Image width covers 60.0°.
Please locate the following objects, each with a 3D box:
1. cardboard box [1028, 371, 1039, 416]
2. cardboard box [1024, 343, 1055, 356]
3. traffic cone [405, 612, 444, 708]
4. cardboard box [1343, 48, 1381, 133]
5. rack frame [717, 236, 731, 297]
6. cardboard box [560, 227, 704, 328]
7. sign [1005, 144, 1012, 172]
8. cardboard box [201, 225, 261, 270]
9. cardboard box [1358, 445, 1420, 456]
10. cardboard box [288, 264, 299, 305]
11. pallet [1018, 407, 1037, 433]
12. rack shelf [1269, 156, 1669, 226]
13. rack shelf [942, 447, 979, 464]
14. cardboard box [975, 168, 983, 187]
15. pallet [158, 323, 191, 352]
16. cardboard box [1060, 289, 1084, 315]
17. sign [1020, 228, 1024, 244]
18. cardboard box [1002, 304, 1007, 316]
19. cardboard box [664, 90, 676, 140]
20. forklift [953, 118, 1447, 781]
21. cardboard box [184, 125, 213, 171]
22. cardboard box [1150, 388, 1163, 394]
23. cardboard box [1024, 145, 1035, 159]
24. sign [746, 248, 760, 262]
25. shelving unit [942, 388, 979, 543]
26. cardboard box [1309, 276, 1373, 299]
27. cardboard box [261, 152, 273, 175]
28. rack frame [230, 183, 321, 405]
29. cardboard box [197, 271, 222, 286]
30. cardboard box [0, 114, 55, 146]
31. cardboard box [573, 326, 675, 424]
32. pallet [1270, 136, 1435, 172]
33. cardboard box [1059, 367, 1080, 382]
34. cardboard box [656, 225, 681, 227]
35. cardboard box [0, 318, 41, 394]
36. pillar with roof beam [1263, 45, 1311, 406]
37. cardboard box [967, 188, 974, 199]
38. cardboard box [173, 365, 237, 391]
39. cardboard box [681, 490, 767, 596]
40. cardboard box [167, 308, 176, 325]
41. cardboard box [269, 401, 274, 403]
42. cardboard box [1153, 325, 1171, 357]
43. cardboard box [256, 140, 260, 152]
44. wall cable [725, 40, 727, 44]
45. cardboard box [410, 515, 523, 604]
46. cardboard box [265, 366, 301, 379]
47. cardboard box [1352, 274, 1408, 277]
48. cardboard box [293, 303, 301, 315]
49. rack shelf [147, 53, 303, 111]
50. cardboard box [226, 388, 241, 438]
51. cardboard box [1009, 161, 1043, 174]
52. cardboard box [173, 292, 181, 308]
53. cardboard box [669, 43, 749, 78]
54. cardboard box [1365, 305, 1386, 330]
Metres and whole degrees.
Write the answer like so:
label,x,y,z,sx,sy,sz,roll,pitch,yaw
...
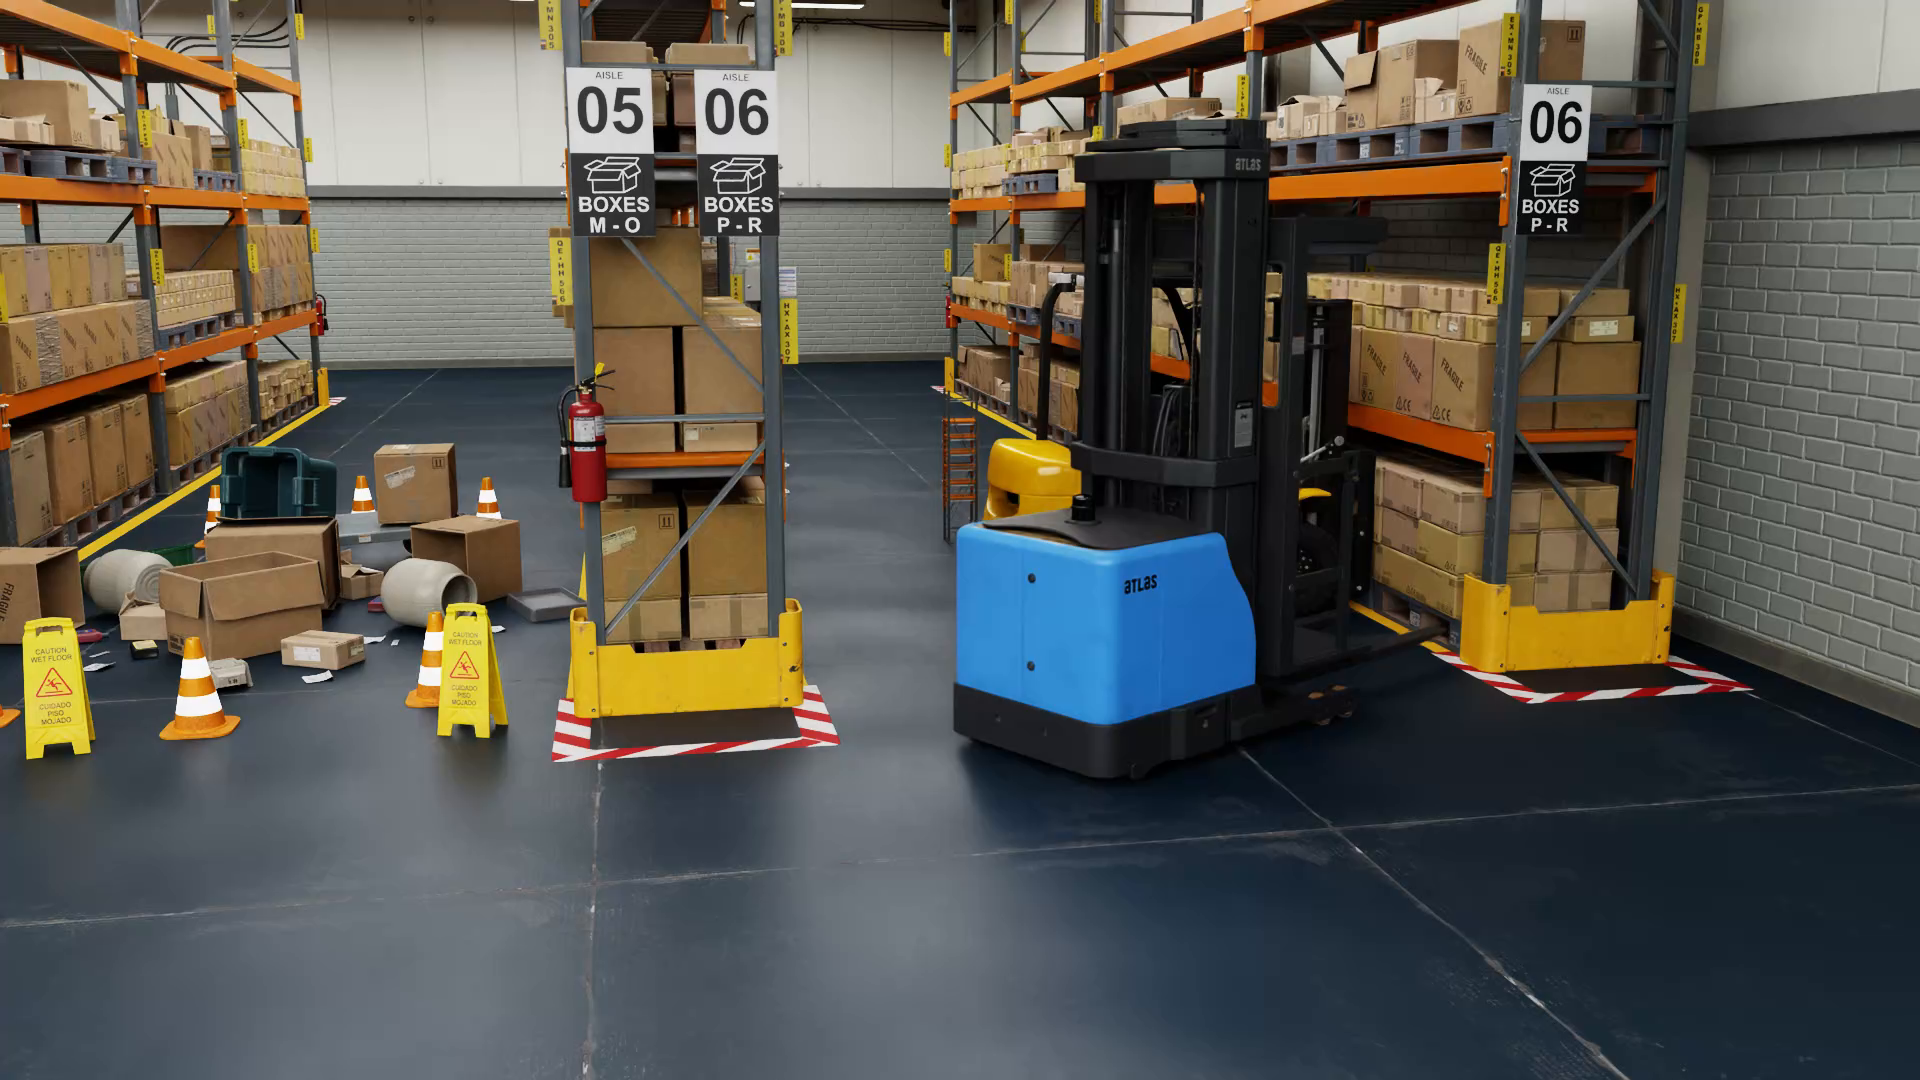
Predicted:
label,x,y,z,sx,sy,sz,roll,pitch,yaw
cardboard box,1.120,-1.772,20.044,0.500,0.500,0.500,-2,11,-12
cardboard box,1.002,-2.357,20.591,0.380,0.149,0.250,-2,11,-12
traffic cone,-2.750,0.609,8.760,0.336,0.463,0.334,-2,11,-11
cardboard box,2.965,-2.939,10.925,0.797,0.503,0.637,-2,11,-9
rack frame,-2.179,-1.339,12.209,1.000,3.000,0.127,-2,11,-11
cardboard box,-1.714,-1.378,8.675,0.700,0.500,0.500,-2,11,-12
sign,0.603,-4.694,20.430,0.100,0.325,0.005,-2,11,-11
cardboard box,-8.419,-3.386,19.226,0.500,0.500,0.500,-2,11,-10
cardboard box,2.768,-0.485,11.280,0.500,0.250,0.500,-2,11,-12
cardboard box,-8.806,-3.276,21.325,0.500,0.500,0.500,-2,11,-11
pallet,1.329,-1.470,20.354,1.003,0.211,1.213,-2,11,-11
rack shelf,3.078,-2.274,11.021,1.077,0.370,4.000,-2,11,-11
rack shelf,0.003,-0.661,13.056,0.258,0.103,0.180,-2,11,-11
cardboard box,0.503,-4.895,22.475,0.500,0.250,0.500,-2,11,-12
pallet,-8.036,-1.907,15.705,1.213,0.211,1.003,-2,11,-11
cardboard box,1.389,-2.568,17.945,0.500,0.250,0.500,-3,11,-14
sign,0.904,-4.462,24.674,0.100,0.325,0.005,-2,11,-11
cardboard box,0.752,-2.960,21.400,0.380,0.149,0.250,-2,11,-9
cardboard box,-1.450,-2.440,9.577,0.500,0.250,0.500,-2,11,-9
forklift,1.399,-0.575,8.381,3.031,2.935,1.130,-10,14,-41
cardboard box,-8.605,-4.263,18.160,0.700,0.500,0.500,-2,11,-11
cardboard box,2.019,-1.179,16.595,0.875,0.625,0.625,-2,11,-9
cardboard box,0.967,-4.528,19.426,0.380,0.149,0.250,-2,11,-12
sign,-3.638,-5.065,29.574,0.339,0.242,0.001,-2,11,-11
shelving unit,0.003,-0.587,13.070,0.258,1.200,0.189,-2,11,-11
cardboard box,2.685,-1.776,11.708,0.380,0.149,0.250,-2,11,-12
cardboard box,-8.605,-4.535,20.040,0.500,0.250,0.500,-2,11,-10
rack frame,-9.348,-3.341,22.730,1.000,3.000,0.127,-2,11,-11
cardboard box,-8.200,-2.820,17.946,0.380,0.149,0.250,-2,11,-13
cardboard box,-7.171,-3.154,12.693,0.396,0.266,0.258,-2,11,-11
cardboard box,-1.777,-0.890,8.788,0.500,0.500,0.500,-2,11,-12
pallet,2.881,-2.795,12.072,1.003,0.211,1.213,-2,11,-11
cardboard box,1.337,-1.876,18.860,0.380,0.149,0.250,-3,11,-14
cardboard box,-3.541,-3.733,20.109,0.380,0.149,0.250,-2,11,-12
cardboard box,-6.853,-1.296,11.715,0.500,0.500,0.500,-2,11,-10
pillar with roof beam,-1.174,-4.838,14.548,9.100,9.000,0.400,-2,11,-11
cardboard box,0.305,-4.812,23.107,0.380,0.149,0.250,-2,11,-11
cardboard box,-8.091,-1.732,17.832,0.500,0.250,0.500,-2,11,-8
cardboard box,-1.292,0.008,9.356,0.500,0.500,0.500,-3,11,-13
cardboard box,-7.787,-2.145,15.993,0.380,0.149,0.250,-2,11,-8
cardboard box,-8.477,-1.585,20.001,0.380,0.149,0.250,-2,11,-11
cardboard box,2.057,-1.808,15.075,0.500,0.250,0.500,-2,11,-9
cardboard box,-8.590,-4.702,19.855,0.380,0.149,0.250,-2,11,-13
wall cable,-5.157,-7.547,28.780,2.355,3.000,0.029,-2,11,-11
cardboard box,-3.305,0.134,11.150,0.500,0.500,0.500,6,12,28
cardboard box,-8.734,-2.163,21.451,0.380,0.149,0.250,-2,11,-9
cardboard box,3.121,-1.891,12.312,0.380,0.149,0.250,-2,11,-12
cardboard box,-8.860,-3.030,21.766,0.380,0.149,0.250,-2,11,-9
rack shelf,-8.960,-5.567,20.309,1.077,0.370,4.000,-2,11,-11
cardboard box,-8.080,-1.365,17.910,0.500,0.500,0.500,-2,11,-12
cardboard box,0.802,-4.524,20.201,0.380,0.149,0.250,-2,11,-10
cardboard box,-7.849,-2.344,16.242,0.380,0.149,0.250,-2,11,-11
cardboard box,-1.270,-2.420,8.405,0.380,0.149,0.250,-2,11,-11
cardboard box,2.852,-1.442,10.749,0.380,0.149,0.250,-2,11,-11
